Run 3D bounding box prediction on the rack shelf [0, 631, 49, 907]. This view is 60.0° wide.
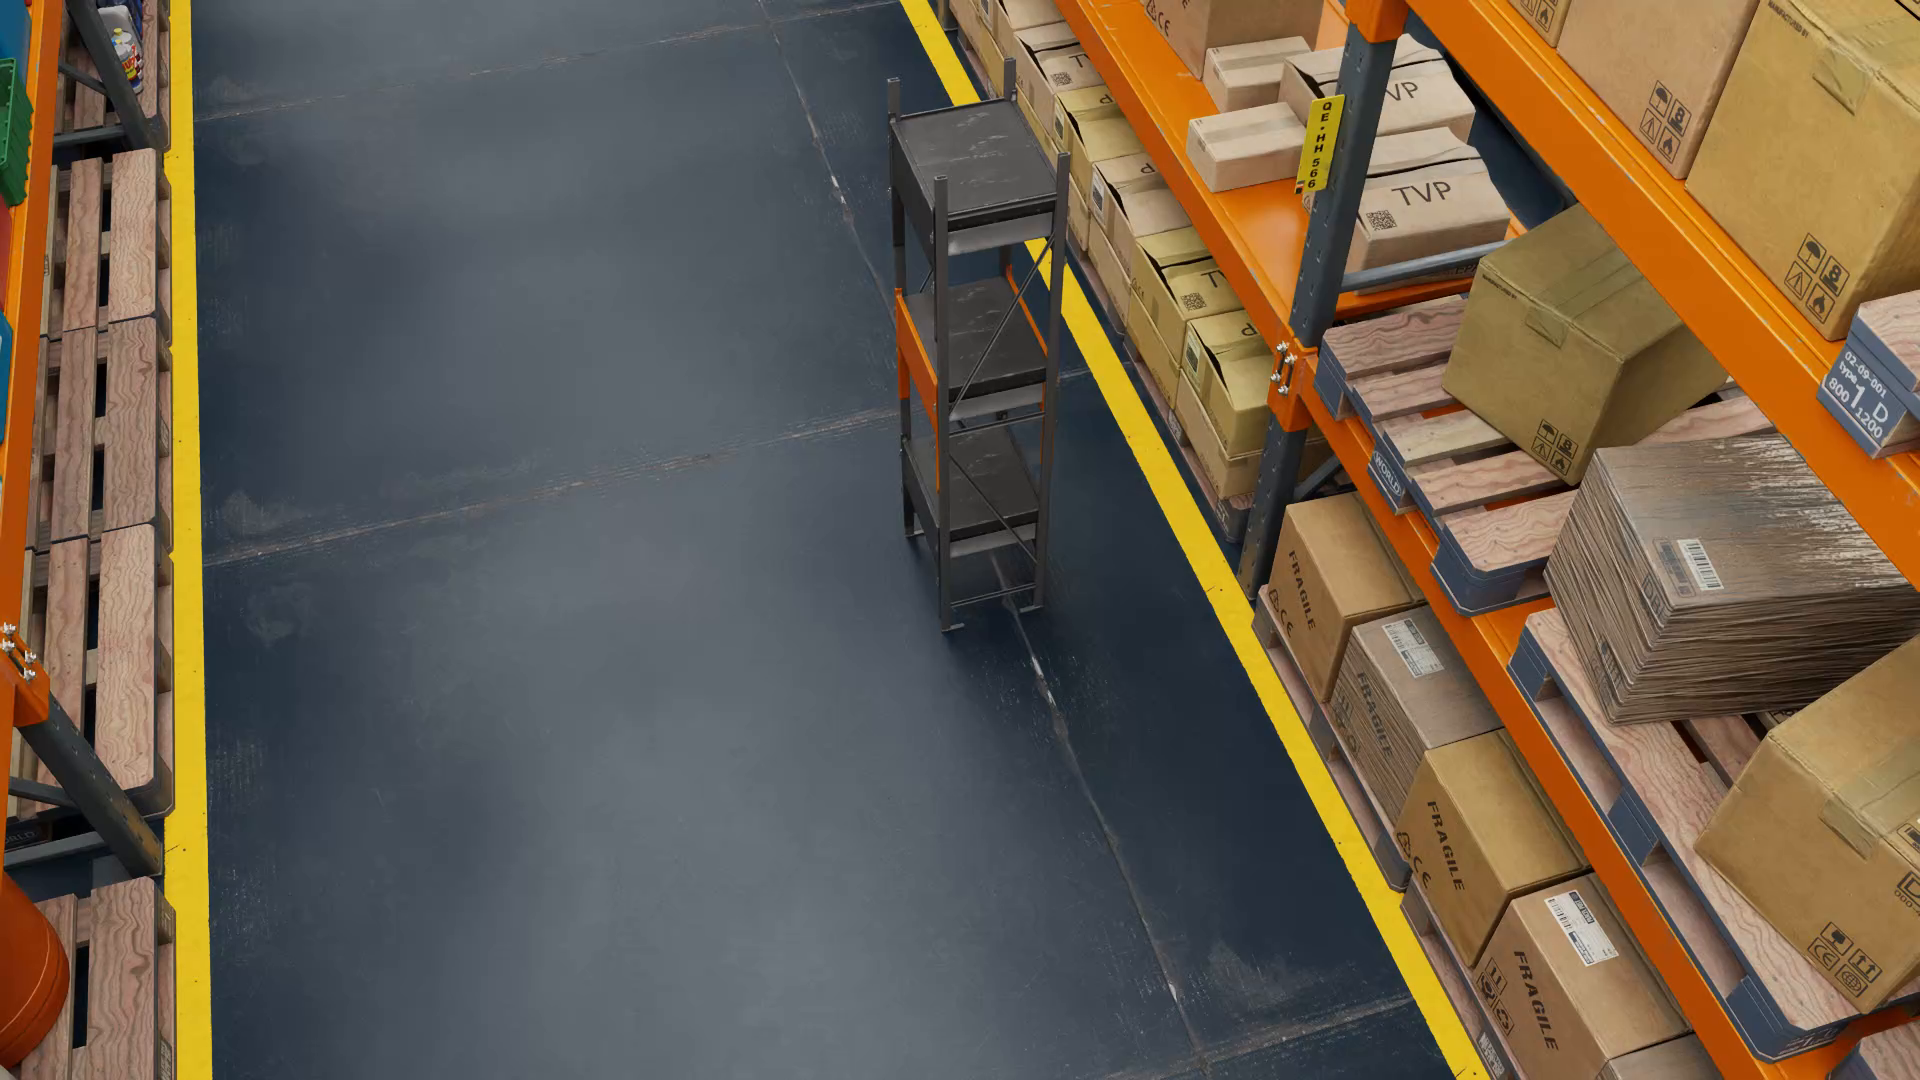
[{"bbox_3d":[-2.581,1.923,3.427,1.077,0.370,4.000,-13,51,-11],"label":"rack shelf"}]

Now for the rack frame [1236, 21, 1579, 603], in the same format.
[{"bbox_3d":[1.560,-0.887,5.325,1.000,3.000,0.127,-13,51,-11],"label":"rack frame"}]

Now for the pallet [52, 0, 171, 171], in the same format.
[{"bbox_3d":[-4.514,-2.292,8.334,1.003,0.211,1.213,-13,51,-11],"label":"pallet"}]

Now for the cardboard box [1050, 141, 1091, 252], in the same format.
[{"bbox_3d":[0.715,-1.584,7.436,0.500,0.250,0.500,-12,51,-10],"label":"cardboard box"}]

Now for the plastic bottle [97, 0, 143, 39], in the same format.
[{"bbox_3d":[-4.198,-2.662,8.267,0.144,0.351,0.185,-12,51,-10],"label":"plastic bottle"}]

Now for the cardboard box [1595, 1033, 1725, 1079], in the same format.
[{"bbox_3d":[2.037,1.674,4.514,0.500,0.500,0.500,-13,51,-11],"label":"cardboard box"}]

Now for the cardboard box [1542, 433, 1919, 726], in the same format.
[{"bbox_3d":[1.942,0.091,4.161,0.700,0.500,0.500,-5,50,-4],"label":"cardboard box"}]

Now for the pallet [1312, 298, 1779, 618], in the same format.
[{"bbox_3d":[1.828,-0.346,4.995,1.213,0.211,1.003,-13,51,-11],"label":"pallet"}]

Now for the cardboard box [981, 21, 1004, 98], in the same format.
[{"bbox_3d":[0.410,-2.333,8.068,0.500,0.250,0.500,-12,51,-10],"label":"cardboard box"}]

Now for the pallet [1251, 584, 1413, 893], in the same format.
[{"bbox_3d":[1.745,0.566,5.925,1.003,0.211,1.213,-13,51,-11],"label":"pallet"}]

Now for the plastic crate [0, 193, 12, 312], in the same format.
[{"bbox_3d":[-3.358,-1.039,5.412,0.402,0.464,0.583,-13,51,-11],"label":"plastic crate"}]

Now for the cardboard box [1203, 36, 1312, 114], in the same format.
[{"bbox_3d":[1.129,-1.724,6.196,0.380,0.149,0.250,-10,51,-8],"label":"cardboard box"}]

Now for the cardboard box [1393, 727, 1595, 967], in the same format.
[{"bbox_3d":[1.726,0.923,5.147,0.500,0.500,0.500,-14,51,-11],"label":"cardboard box"}]

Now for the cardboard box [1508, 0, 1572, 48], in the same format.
[{"bbox_3d":[1.722,-1.575,3.878,0.910,0.500,0.500,-13,51,-11],"label":"cardboard box"}]

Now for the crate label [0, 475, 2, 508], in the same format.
[{"bbox_3d":[-2.939,-0.108,4.778,0.303,0.233,0.416,-13,51,-11],"label":"crate label"}]

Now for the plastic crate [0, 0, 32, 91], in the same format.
[{"bbox_3d":[-3.732,-1.950,6.232,0.392,0.384,0.575,-13,51,-11],"label":"plastic crate"}]

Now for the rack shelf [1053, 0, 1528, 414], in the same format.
[{"bbox_3d":[0.969,-2.116,6.832,1.077,0.370,4.000,-13,51,-11],"label":"rack shelf"}]

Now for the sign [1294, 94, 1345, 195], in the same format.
[{"bbox_3d":[1.031,-1.132,4.775,0.100,0.325,0.005,-13,51,-11],"label":"sign"}]

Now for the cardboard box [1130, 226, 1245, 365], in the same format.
[{"bbox_3d":[1.010,-1.021,6.596,0.500,0.311,0.500,-14,51,-12],"label":"cardboard box"}]

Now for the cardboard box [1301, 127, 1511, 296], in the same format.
[{"bbox_3d":[1.495,-1.133,5.592,0.500,0.311,0.500,-10,51,-9],"label":"cardboard box"}]

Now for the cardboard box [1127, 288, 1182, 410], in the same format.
[{"bbox_3d":[1.016,-0.841,6.810,0.500,0.250,0.500,-14,51,-11],"label":"cardboard box"}]

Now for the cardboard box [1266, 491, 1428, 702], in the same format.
[{"bbox_3d":[1.422,0.174,5.778,0.500,0.500,0.500,-11,51,-9],"label":"cardboard box"}]

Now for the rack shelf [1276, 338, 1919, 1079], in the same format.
[{"bbox_3d":[2.152,0.806,4.369,1.077,0.370,4.000,-13,51,-11],"label":"rack shelf"}]

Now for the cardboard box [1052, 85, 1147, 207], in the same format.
[{"bbox_3d":[0.718,-1.757,7.216,0.500,0.311,0.500,-12,51,-10],"label":"cardboard box"}]

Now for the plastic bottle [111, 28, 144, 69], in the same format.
[{"bbox_3d":[-4.091,-2.411,8.153,0.097,0.201,0.097,0,50,0],"label":"plastic bottle"}]

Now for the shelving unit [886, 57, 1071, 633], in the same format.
[{"bbox_3d":[0.049,-0.556,5.635,0.431,2.100,0.503,-13,51,-11],"label":"shelving unit"}]

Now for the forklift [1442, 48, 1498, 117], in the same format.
[{"bbox_3d":[3.561,-2.527,6.753,1.130,2.935,3.031,-20,53,-16],"label":"forklift"}]

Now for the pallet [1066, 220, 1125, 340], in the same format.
[{"bbox_3d":[0.997,-1.487,7.656,1.003,0.211,1.213,-13,51,-11],"label":"pallet"}]

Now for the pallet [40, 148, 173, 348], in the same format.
[{"bbox_3d":[-4.086,-1.227,7.436,1.003,0.211,1.213,-13,51,-11],"label":"pallet"}]

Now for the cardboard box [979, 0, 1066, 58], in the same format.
[{"bbox_3d":[0.405,-2.513,7.853,0.500,0.311,0.500,-14,51,-11],"label":"cardboard box"}]

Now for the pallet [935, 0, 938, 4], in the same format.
[{"bbox_3d":[0.182,-3.500,9.352,1.003,0.211,1.213,-13,51,-11],"label":"pallet"}]

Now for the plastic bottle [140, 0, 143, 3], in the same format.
[{"bbox_3d":[-4.263,-2.908,8.519,0.061,0.283,0.133,-11,51,-9],"label":"plastic bottle"}]

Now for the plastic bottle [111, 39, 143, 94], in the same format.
[{"bbox_3d":[-4.031,-2.285,8.001,0.097,0.271,0.097,0,50,0],"label":"plastic bottle"}]

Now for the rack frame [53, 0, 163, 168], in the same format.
[{"bbox_3d":[-4.355,-2.691,6.846,1.000,3.000,0.127,-13,51,-11],"label":"rack frame"}]

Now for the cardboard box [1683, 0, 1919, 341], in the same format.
[{"bbox_3d":[2.026,-0.822,3.244,0.910,0.500,0.500,-13,51,-11],"label":"cardboard box"}]

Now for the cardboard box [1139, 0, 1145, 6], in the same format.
[{"bbox_3d":[0.893,-2.525,6.641,0.500,0.500,0.500,-13,51,-11],"label":"cardboard box"}]

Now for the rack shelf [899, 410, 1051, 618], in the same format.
[{"bbox_3d":[0.049,-0.096,6.181,0.431,0.518,0.480,-13,51,-11],"label":"rack shelf"}]

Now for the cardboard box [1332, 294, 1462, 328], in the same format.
[{"bbox_3d":[1.686,-0.765,6.380,0.500,0.311,0.500,-12,51,-10],"label":"cardboard box"}]

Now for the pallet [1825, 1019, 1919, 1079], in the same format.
[{"bbox_3d":[2.611,1.488,3.449,1.003,0.211,1.213,-13,51,-11],"label":"pallet"}]

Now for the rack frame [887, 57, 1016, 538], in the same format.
[{"bbox_3d":[-0.023,-0.734,5.785,0.400,2.100,0.015,-13,51,-11],"label":"rack frame"}]

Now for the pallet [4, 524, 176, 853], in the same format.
[{"bbox_3d":[-3.365,0.555,5.934,1.003,0.211,1.213,-13,51,-11],"label":"pallet"}]
